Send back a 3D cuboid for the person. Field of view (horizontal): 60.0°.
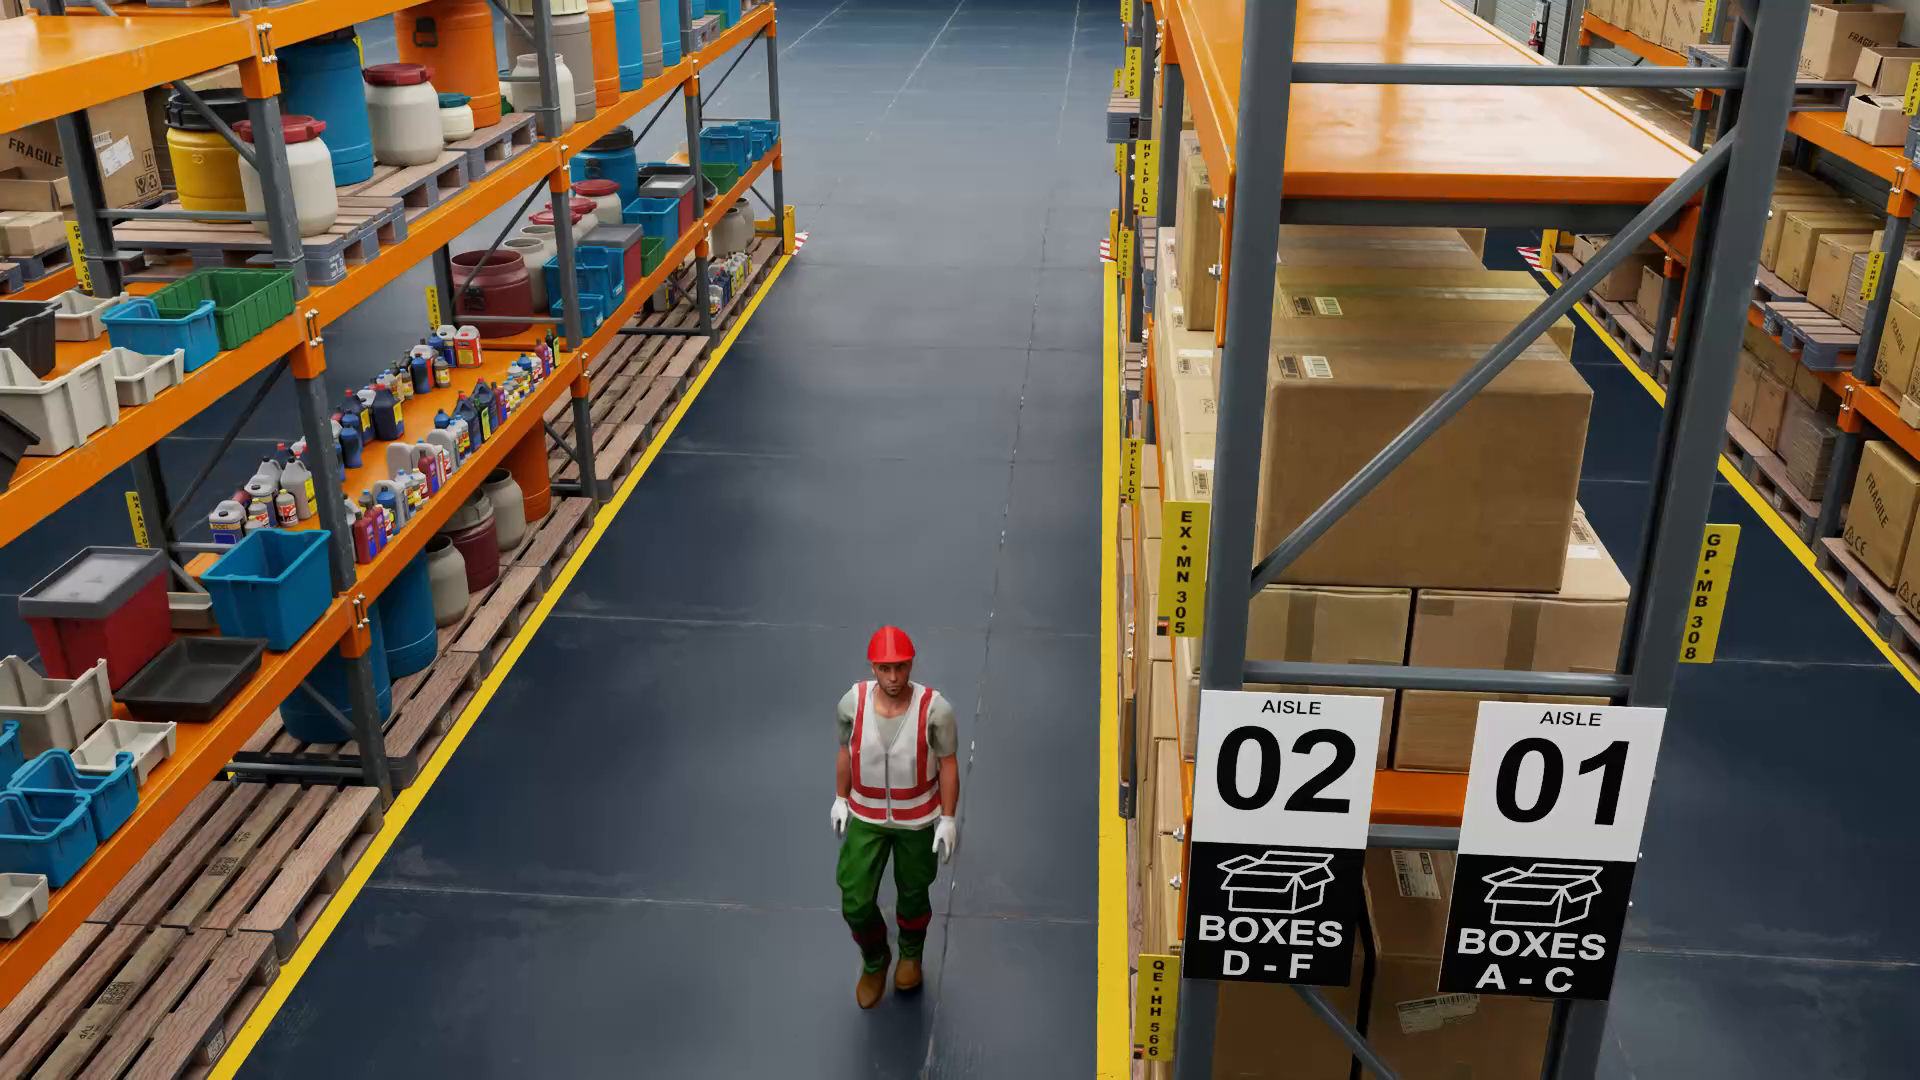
[{"bbox_3d":[-0.294,1.242,7.223,0.589,1.825,0.491,2,24,5],"label":"person"}]
